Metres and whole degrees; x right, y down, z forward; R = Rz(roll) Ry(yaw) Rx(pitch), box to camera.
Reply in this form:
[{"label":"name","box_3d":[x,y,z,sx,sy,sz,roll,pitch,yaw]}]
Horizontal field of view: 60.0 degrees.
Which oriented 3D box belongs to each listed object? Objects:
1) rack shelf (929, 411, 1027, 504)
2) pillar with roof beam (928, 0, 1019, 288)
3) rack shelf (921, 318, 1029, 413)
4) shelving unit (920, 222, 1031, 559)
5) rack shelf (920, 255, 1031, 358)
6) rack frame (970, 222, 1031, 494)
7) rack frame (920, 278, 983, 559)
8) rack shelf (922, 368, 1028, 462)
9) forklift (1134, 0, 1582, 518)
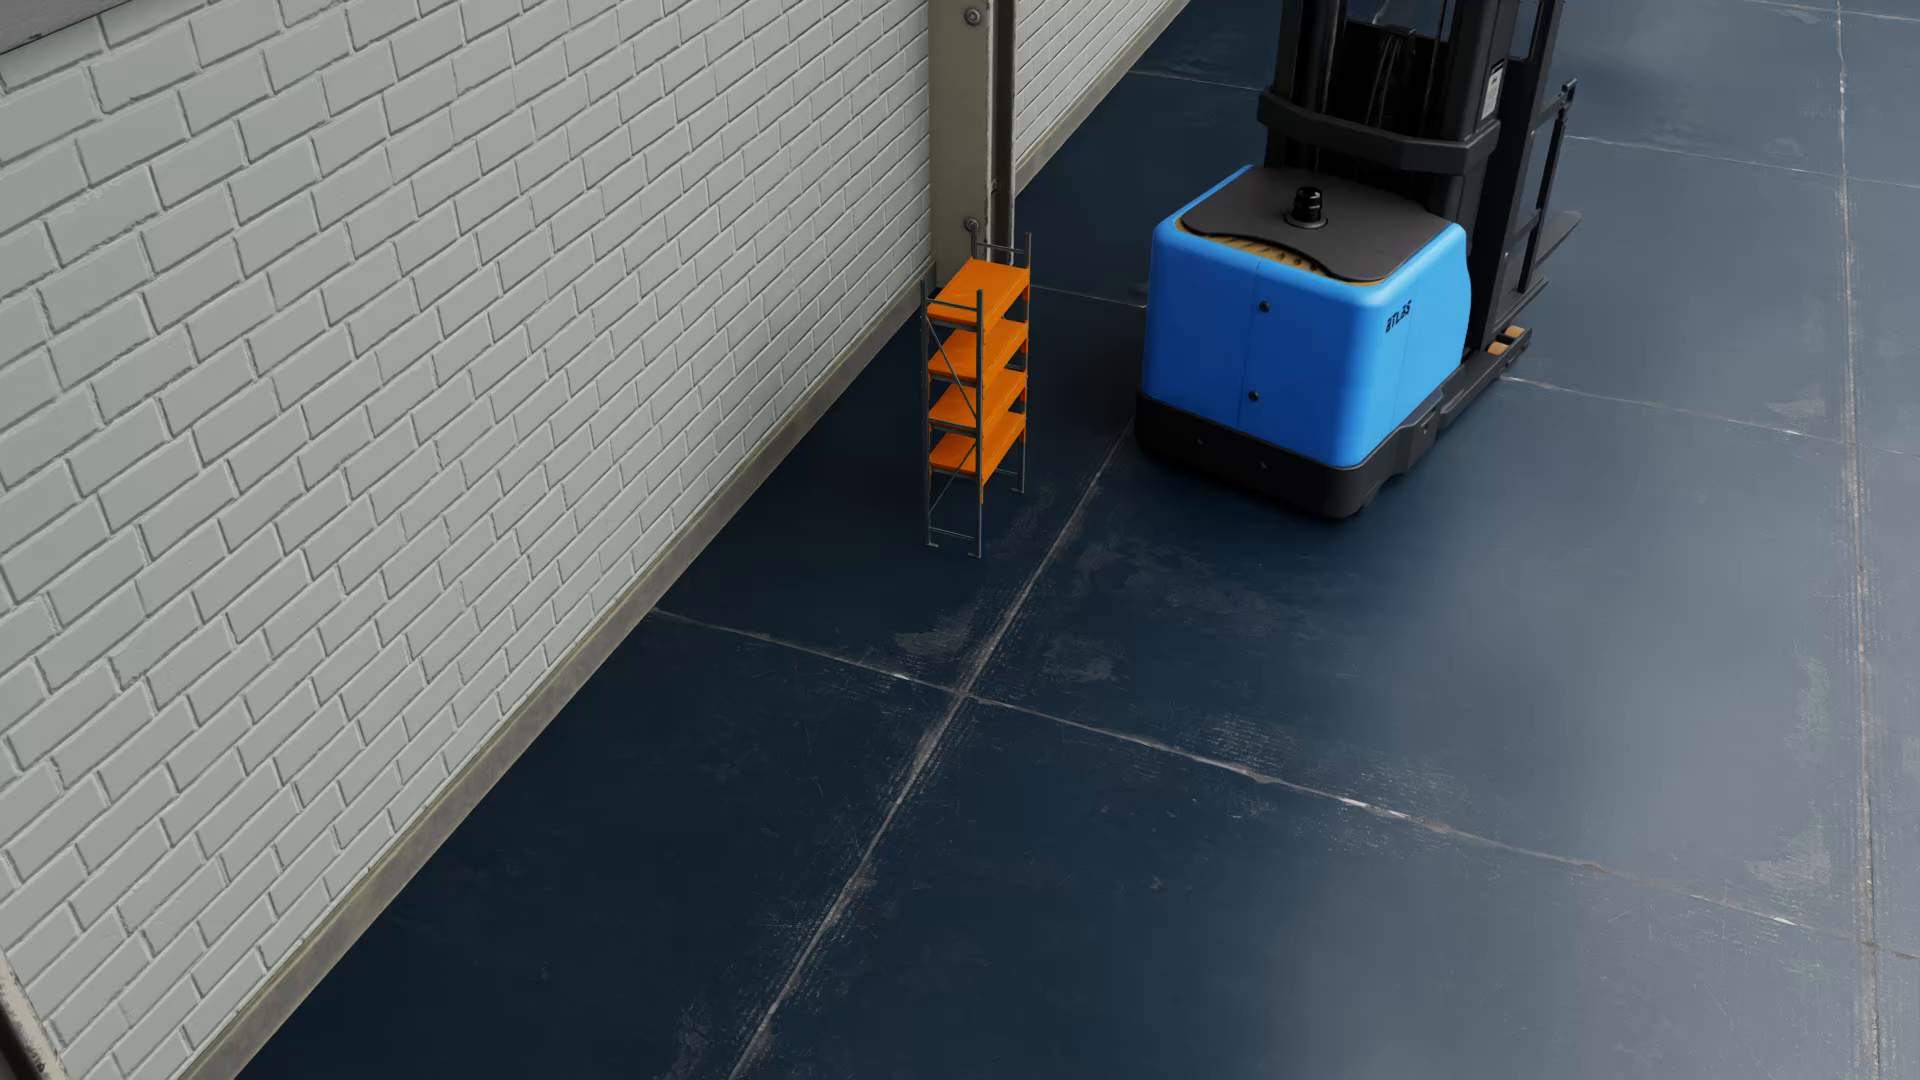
[{"label":"rack shelf","box_3d":[0.063,-0.359,6.673,0.258,0.148,0.480,14,39,18]},{"label":"pillar with roof beam","box_3d":[4.045,-3.998,4.582,9.100,9.000,0.400,14,39,18]},{"label":"rack shelf","box_3d":[0.063,-0.698,6.420,0.258,0.148,0.480,14,39,18]},{"label":"shelving unit","box_3d":[0.063,-0.572,6.513,0.258,1.200,0.503,14,39,18]},{"label":"rack shelf","box_3d":[0.063,-0.887,6.278,0.258,0.148,0.480,14,39,18]},{"label":"rack frame","box_3d":[0.156,-0.707,6.694,0.240,1.200,0.015,14,39,18]},{"label":"rack frame","box_3d":[-0.030,-0.437,6.333,0.240,1.200,0.015,14,39,18]},{"label":"rack shelf","box_3d":[0.063,-0.518,6.554,0.258,0.148,0.480,14,39,18]},{"label":"forklift","box_3d":[2.050,-2.091,7.100,1.130,2.935,3.031,25,43,29]}]
